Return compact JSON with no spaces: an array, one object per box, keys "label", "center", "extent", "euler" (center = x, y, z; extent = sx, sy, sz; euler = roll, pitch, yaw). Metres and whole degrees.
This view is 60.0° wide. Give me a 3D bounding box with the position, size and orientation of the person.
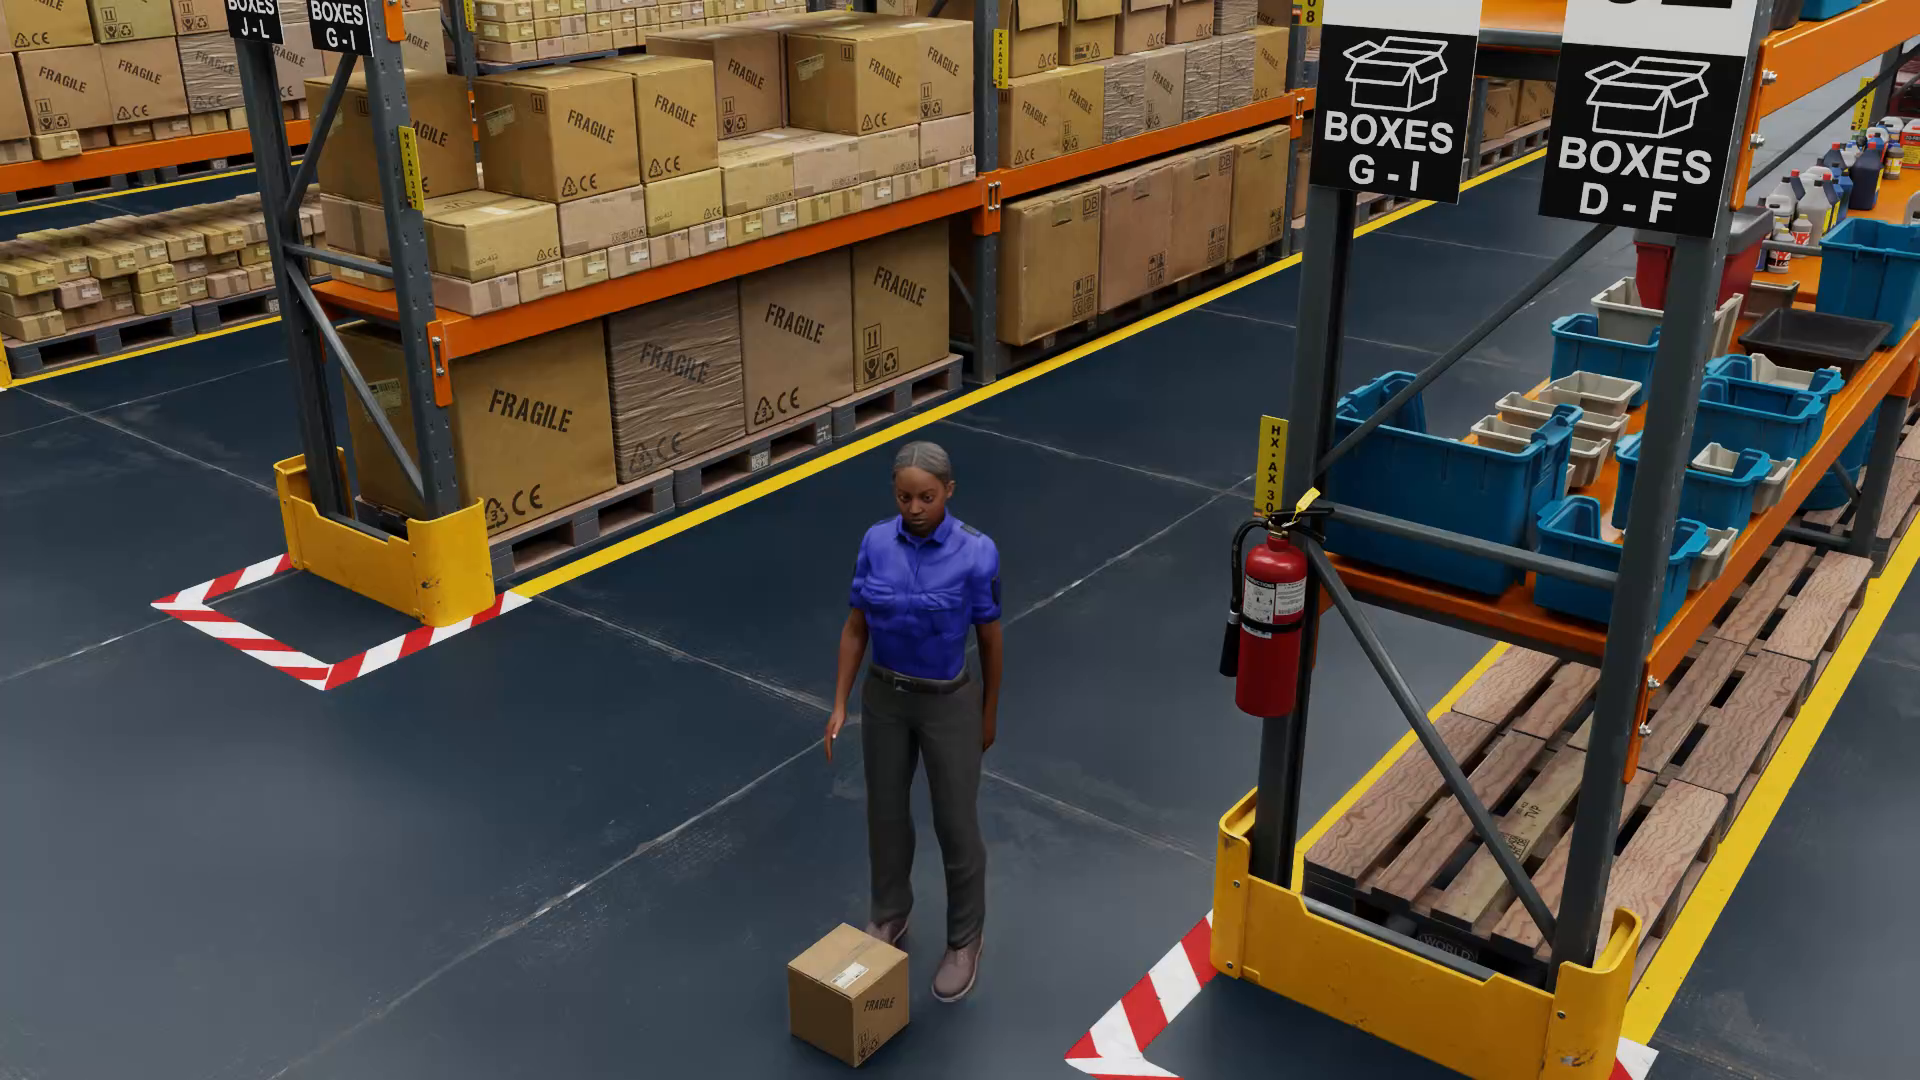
[{"label":"person","center":[-0.136,0.530,4.879],"extent":[0.462,1.687,0.439],"euler":[9,25,20]}]
